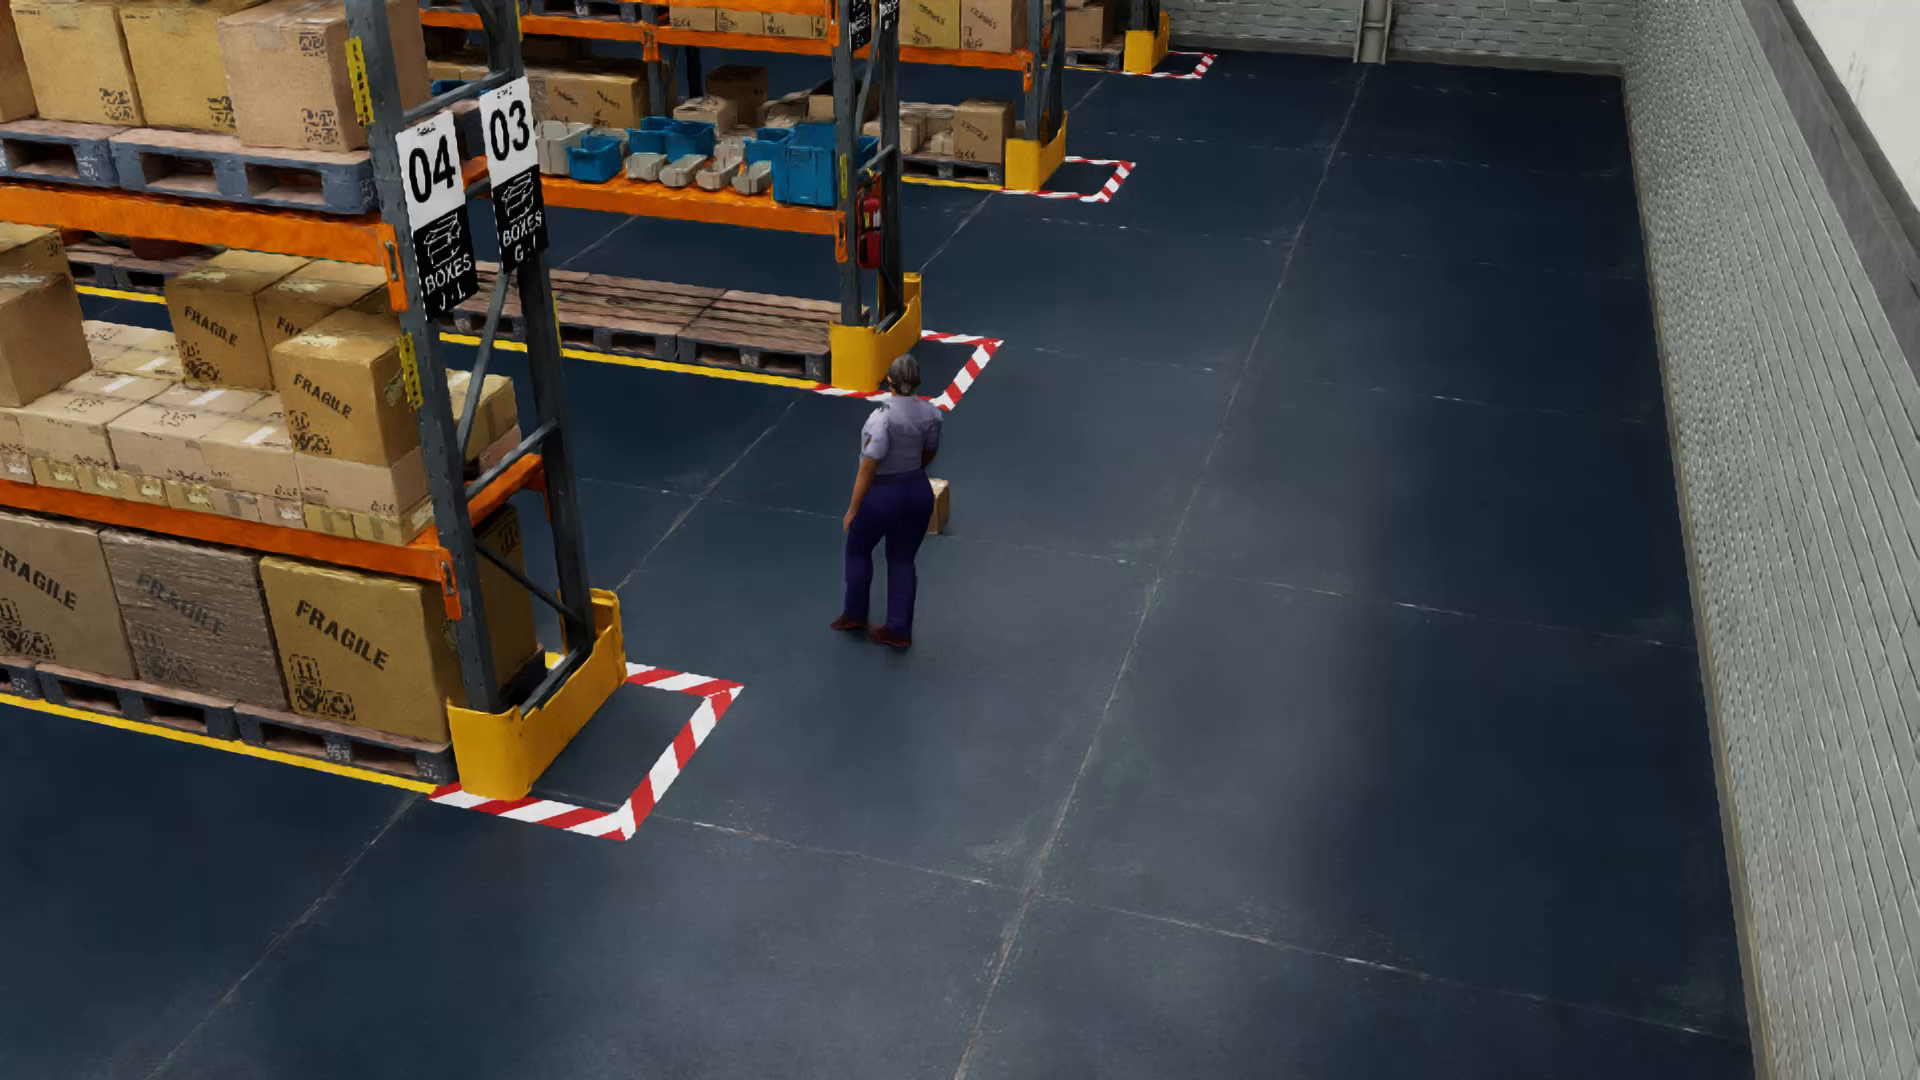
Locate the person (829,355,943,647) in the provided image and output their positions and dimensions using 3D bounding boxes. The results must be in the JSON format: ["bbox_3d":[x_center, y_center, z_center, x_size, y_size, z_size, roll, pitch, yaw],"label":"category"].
[{"bbox_3d":[-0.394,-0.184,8.946,0.621,1.687,0.530,-17,34,-28],"label":"person"}]
